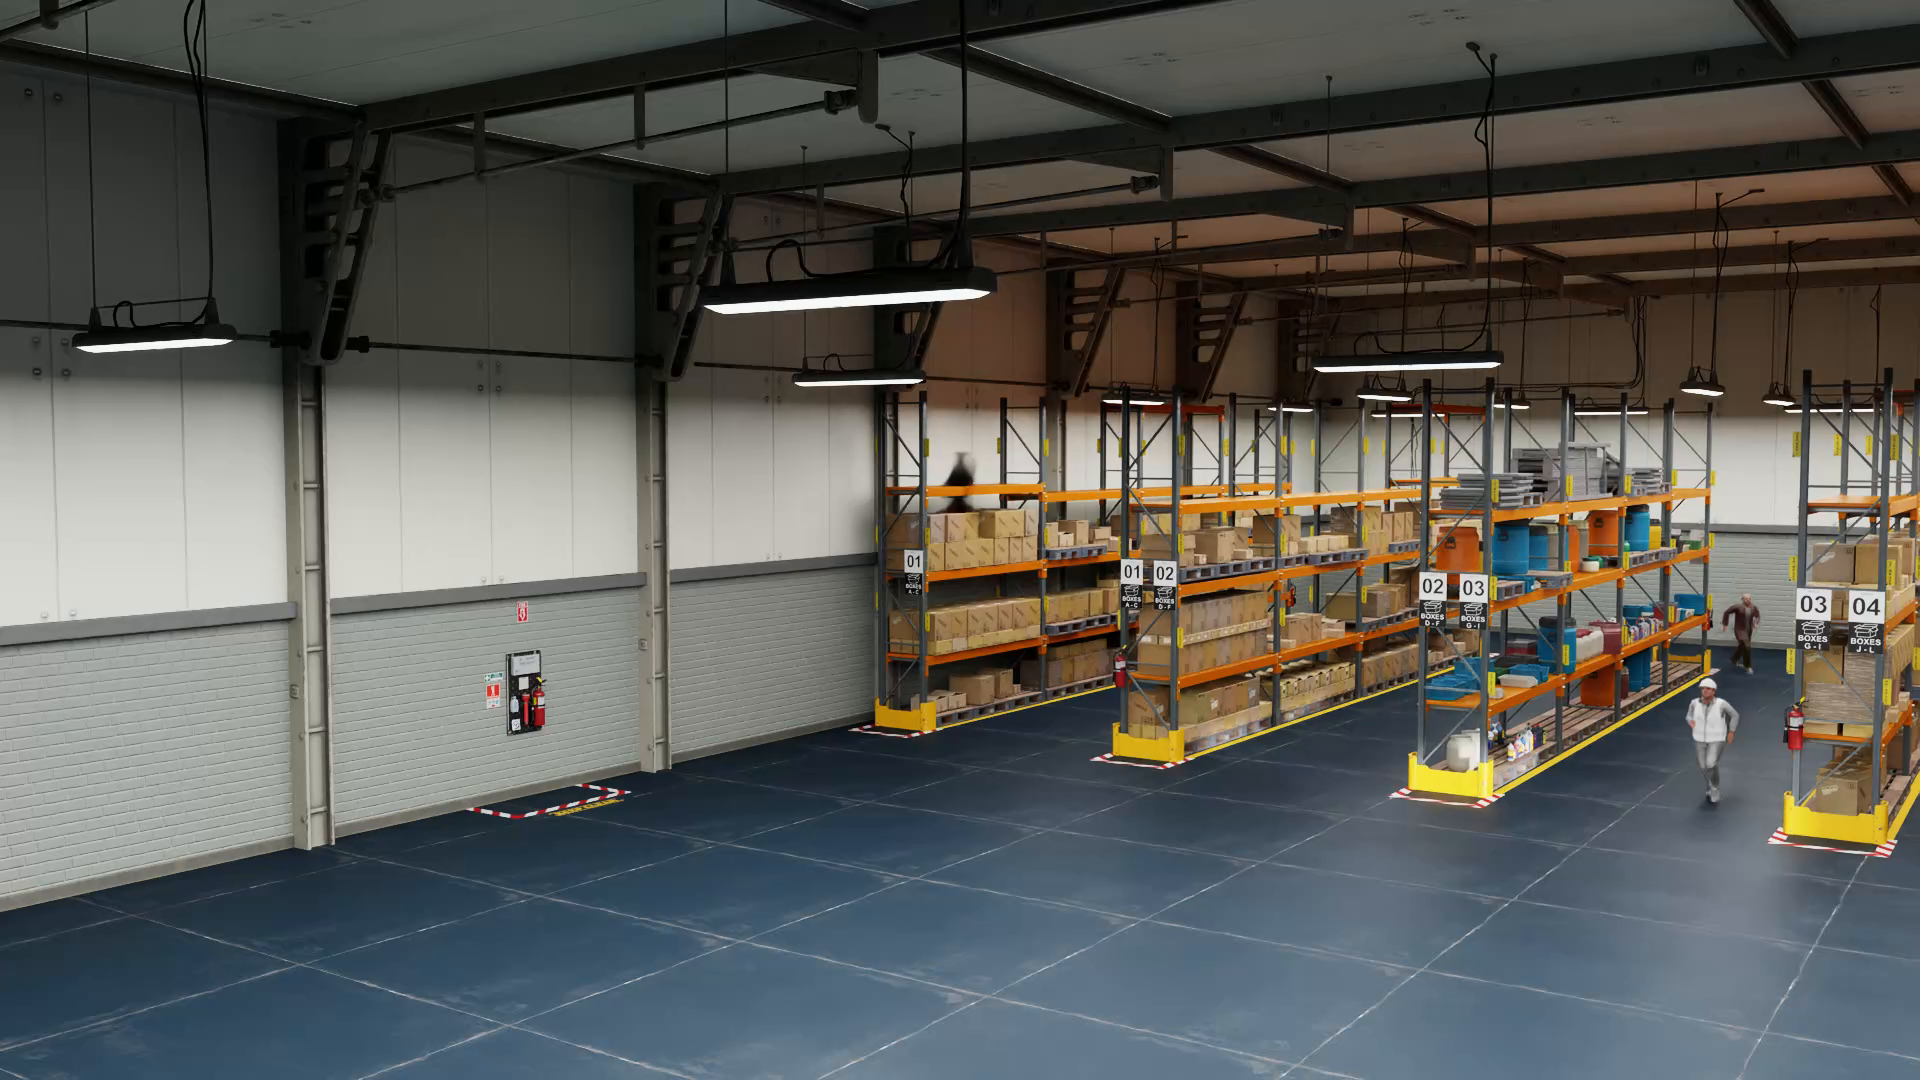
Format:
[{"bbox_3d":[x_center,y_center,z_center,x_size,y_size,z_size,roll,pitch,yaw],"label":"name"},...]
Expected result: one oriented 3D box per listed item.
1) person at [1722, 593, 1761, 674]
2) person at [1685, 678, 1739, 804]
[{"bbox_3d":[17.481,2.080,37.220,0.678,1.805,0.959,-1,3,-14],"label":"person"},{"bbox_3d":[10.602,2.827,23.511,0.662,1.754,0.773,3,4,43],"label":"person"}]
